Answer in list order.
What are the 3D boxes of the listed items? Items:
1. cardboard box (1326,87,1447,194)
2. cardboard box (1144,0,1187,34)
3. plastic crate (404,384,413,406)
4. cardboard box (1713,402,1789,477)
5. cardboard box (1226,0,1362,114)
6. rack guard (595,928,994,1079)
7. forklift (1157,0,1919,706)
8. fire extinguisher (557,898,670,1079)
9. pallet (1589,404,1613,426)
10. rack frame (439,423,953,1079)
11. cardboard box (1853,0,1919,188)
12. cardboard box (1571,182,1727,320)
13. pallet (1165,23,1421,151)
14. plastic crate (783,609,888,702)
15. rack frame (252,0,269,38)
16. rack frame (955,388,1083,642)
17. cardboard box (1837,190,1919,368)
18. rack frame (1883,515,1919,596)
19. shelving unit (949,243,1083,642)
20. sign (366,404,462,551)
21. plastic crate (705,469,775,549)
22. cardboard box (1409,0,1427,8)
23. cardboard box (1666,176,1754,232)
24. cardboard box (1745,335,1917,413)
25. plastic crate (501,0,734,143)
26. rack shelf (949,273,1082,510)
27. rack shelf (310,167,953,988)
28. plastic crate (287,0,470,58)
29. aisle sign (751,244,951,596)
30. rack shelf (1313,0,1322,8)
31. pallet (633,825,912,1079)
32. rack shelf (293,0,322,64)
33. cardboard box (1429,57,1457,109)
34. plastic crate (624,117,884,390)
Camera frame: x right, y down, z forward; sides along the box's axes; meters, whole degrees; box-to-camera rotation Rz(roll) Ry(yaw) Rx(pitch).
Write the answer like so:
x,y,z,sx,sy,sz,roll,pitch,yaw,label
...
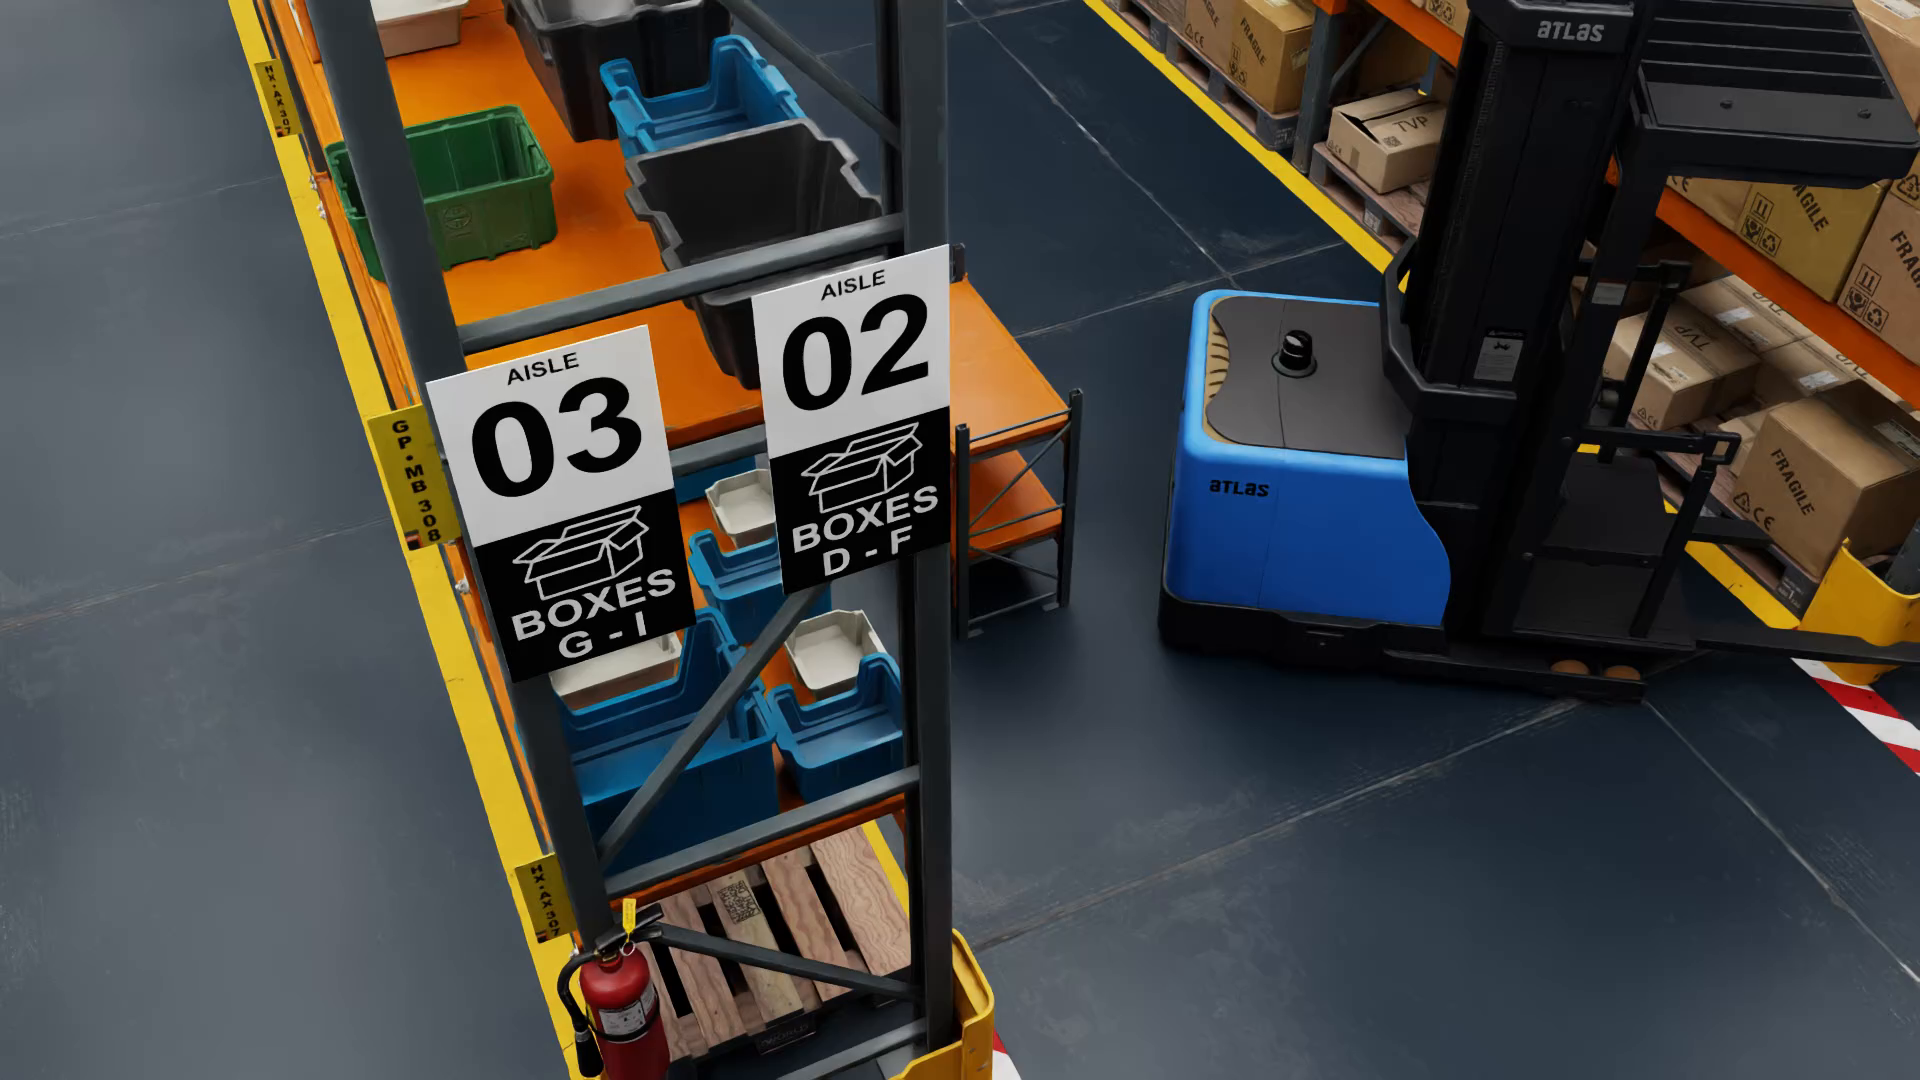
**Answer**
x,y,z,sx,sy,sz,roll,pitch,yaw,label
2.294,-2.130,8.743,0.500,0.311,0.500,-18,47,-17,cardboard box
1.436,-3.396,9.891,0.500,0.500,0.500,-17,47,-17,cardboard box
-1.596,-0.447,5.513,0.416,0.233,0.300,-18,47,-17,plastic crate
3.455,-0.419,7.112,0.380,0.166,0.250,-18,47,-17,cardboard box
1.847,-2.758,9.245,0.500,0.500,0.500,-18,47,-18,cardboard box
-0.478,1.649,5.092,1.175,0.500,0.348,-18,47,-17,rack guard
2.353,-0.800,5.843,3.031,2.935,1.130,6,45,6,forklift
-0.849,1.138,4.150,0.296,0.674,0.183,-18,47,-17,fire extinguisher
3.119,-1.052,8.035,1.003,0.211,1.213,-18,47,-17,pallet
-0.500,0.748,4.225,1.000,3.000,0.127,-18,47,-17,rack frame
3.346,-1.628,5.850,0.500,0.500,0.500,-17,47,-16,cardboard box
3.109,-1.334,7.799,0.797,0.503,0.637,-18,47,-17,cardboard box
1.938,-2.776,9.782,1.003,0.211,1.213,-18,47,-17,pallet
-0.365,0.337,4.787,0.250,0.136,0.298,-18,47,-17,plastic crate
-3.863,-4.350,9.392,1.000,3.000,0.127,-18,47,-17,rack frame
0.217,-0.072,6.391,0.500,1.125,0.032,-18,47,-17,rack frame
3.561,-0.953,5.878,0.500,0.500,0.500,-17,47,-16,cardboard box
3.996,-0.713,5.705,1.000,3.000,0.127,-18,47,-17,rack frame
0.003,-0.396,6.719,0.538,1.125,1.048,-18,47,-17,shelving unit
-0.992,-0.110,3.033,0.100,0.325,0.005,-18,47,-17,sign
-0.650,-0.095,5.225,0.250,0.136,0.298,-18,47,-17,plastic crate
2.281,-2.892,7.843,0.500,0.500,0.500,-17,47,-16,cardboard box
3.135,-1.602,6.536,0.500,0.500,0.500,-18,47,-17,cardboard box
3.815,-0.639,7.276,0.500,0.250,0.500,-18,47,-17,cardboard box
-0.893,-1.353,4.263,0.504,0.338,0.767,-18,47,-17,plastic crate
0.003,-0.604,6.514,0.538,0.278,1.000,-18,47,-17,rack shelf
-1.341,-0.271,5.770,1.077,0.370,4.000,-18,47,-17,rack shelf
-1.594,-1.470,4.525,0.437,0.136,0.530,-18,47,-17,plastic crate
-0.200,-0.219,3.355,0.394,0.787,0.004,-18,47,-17,aisle sign
1.473,-4.280,9.833,1.077,0.370,4.000,-18,47,-17,rack shelf
-0.811,1.203,5.749,1.003,0.211,1.213,-18,47,-17,pallet
-1.341,-2.264,3.803,1.077,0.370,4.000,-18,47,-17,rack shelf
2.811,-2.249,8.729,0.500,0.500,0.500,-18,47,-17,cardboard box
-0.409,-0.601,3.550,0.497,0.269,0.590,-18,47,-17,plastic crate
